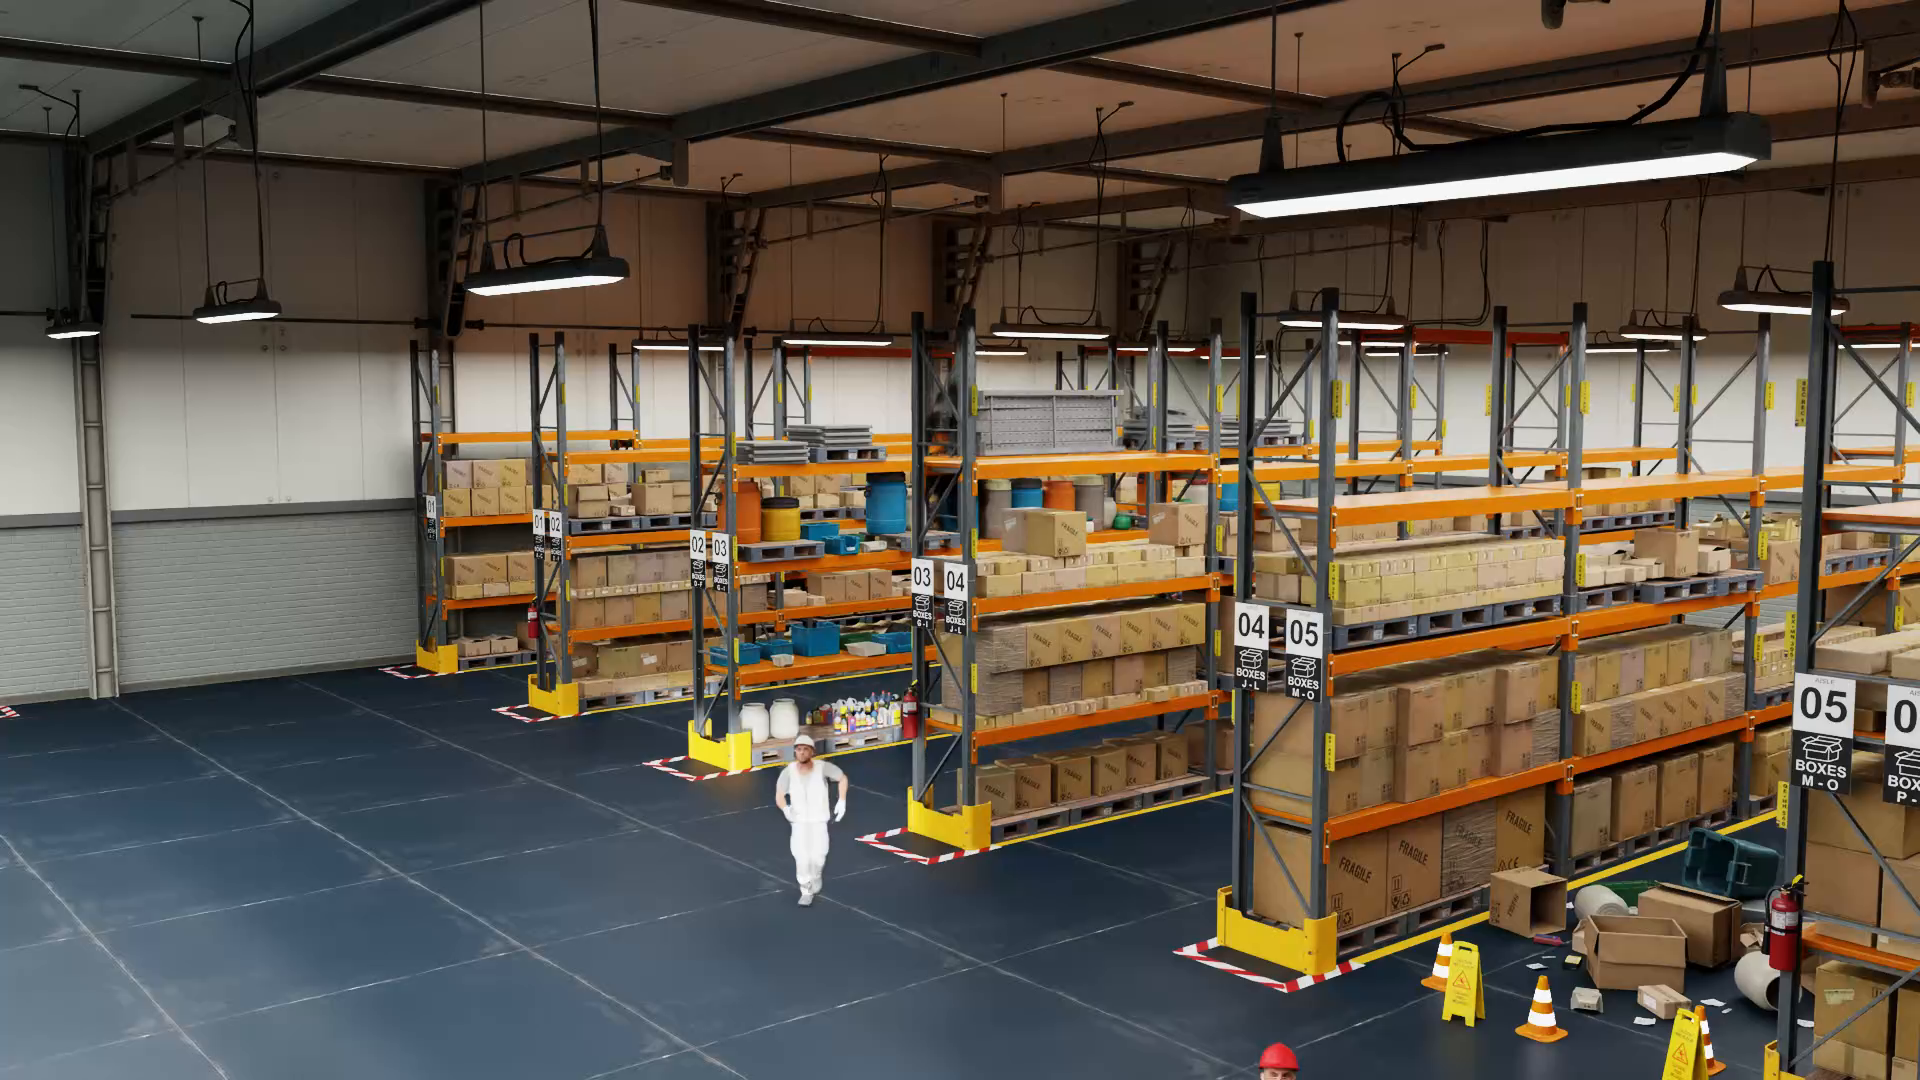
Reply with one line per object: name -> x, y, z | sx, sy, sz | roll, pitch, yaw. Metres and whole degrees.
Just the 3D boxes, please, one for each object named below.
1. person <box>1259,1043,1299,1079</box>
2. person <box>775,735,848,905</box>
person -> 1.621, 3.477, 8.589 | 0.641, 1.742, 0.649 | 0, 5, 3
person -> -1.476, 2.781, 16.366 | 0.693, 1.737, 0.698 | 0, 5, 3
